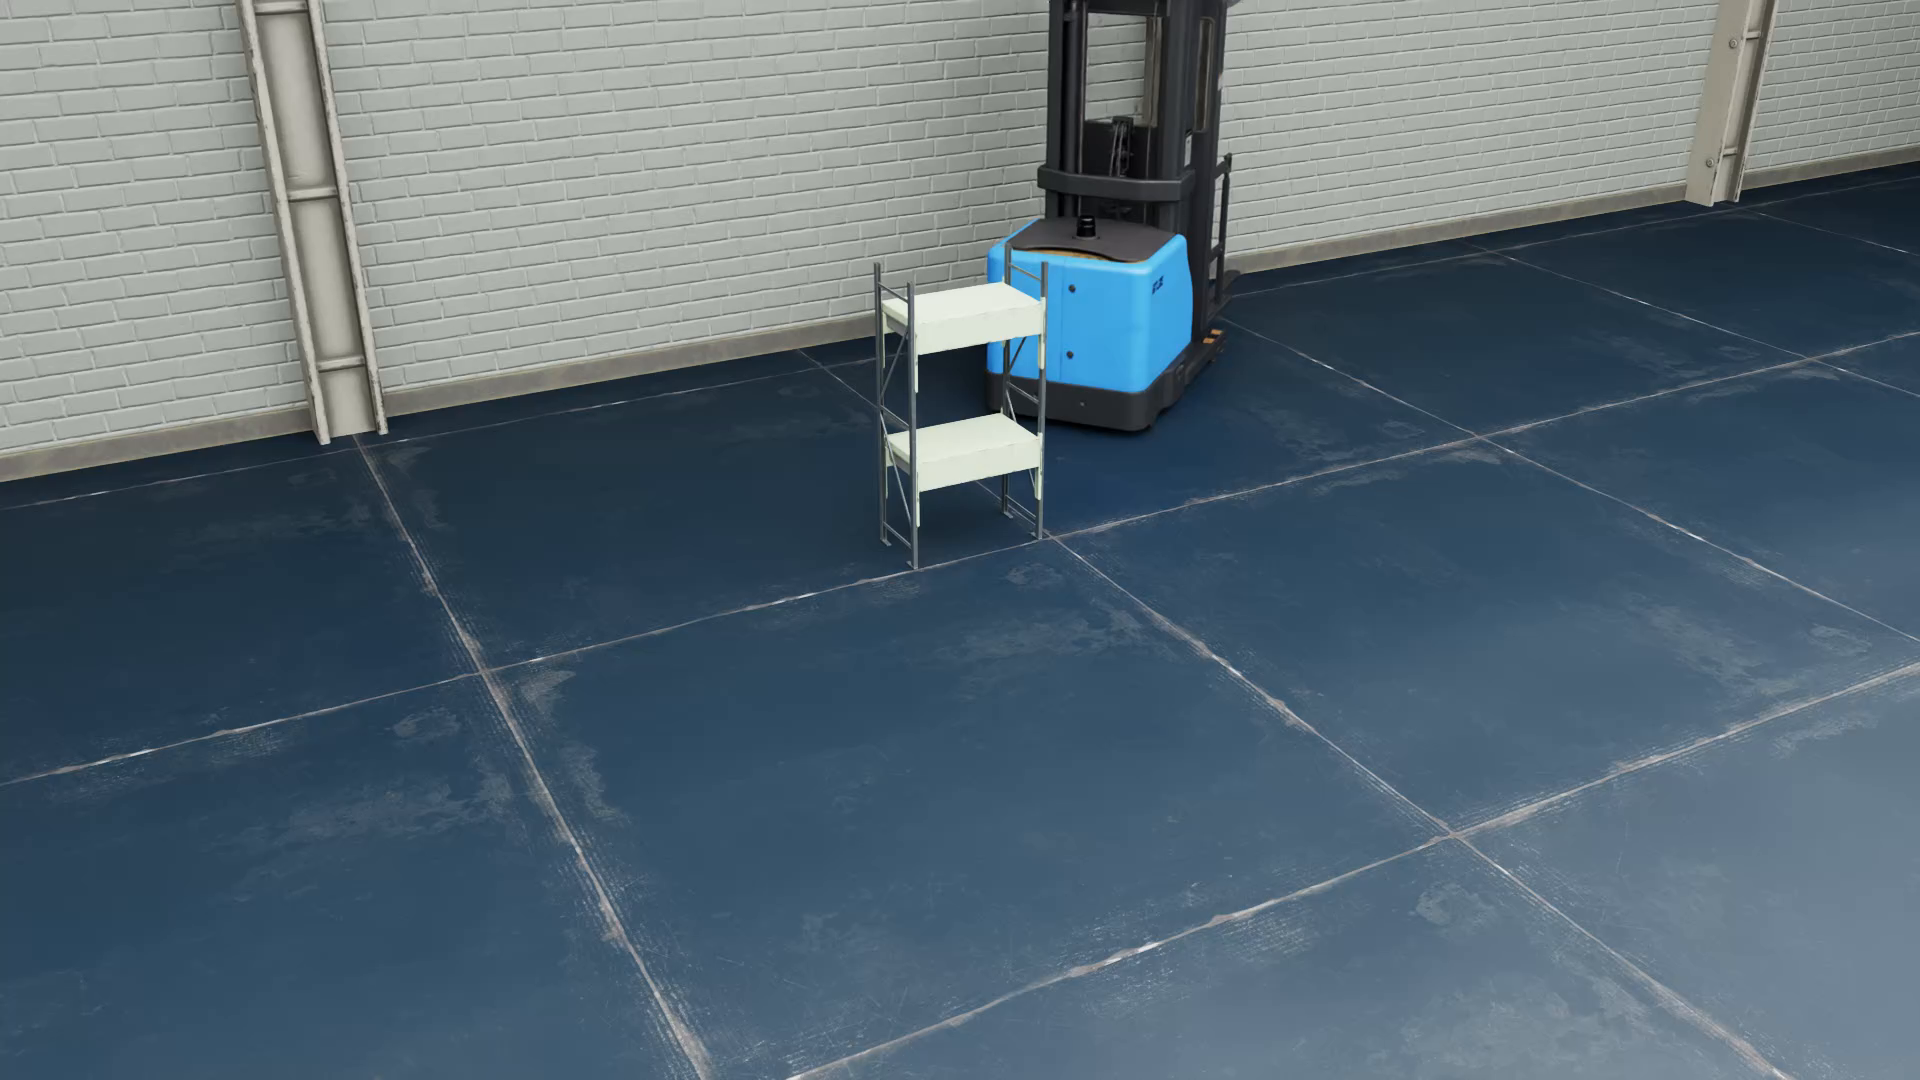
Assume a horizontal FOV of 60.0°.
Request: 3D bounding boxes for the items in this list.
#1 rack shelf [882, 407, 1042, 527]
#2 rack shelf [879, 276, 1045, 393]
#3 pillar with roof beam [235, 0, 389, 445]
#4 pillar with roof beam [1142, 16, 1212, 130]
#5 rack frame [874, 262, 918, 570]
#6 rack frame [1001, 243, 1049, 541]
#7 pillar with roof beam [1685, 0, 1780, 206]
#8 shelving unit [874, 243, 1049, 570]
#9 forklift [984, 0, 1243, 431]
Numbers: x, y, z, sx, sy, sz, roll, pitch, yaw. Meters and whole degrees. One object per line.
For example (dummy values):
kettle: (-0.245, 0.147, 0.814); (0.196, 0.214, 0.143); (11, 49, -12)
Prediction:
rack shelf: (0.006, -0.384, 8.569); (0.720, 0.370, 0.431); (-13, 29, -25)
rack shelf: (0.006, -1.029, 8.259); (0.720, 0.370, 0.431); (-13, 29, -25)
pillar with roof beam: (-1.692, -3.080, 4.769); (0.400, 9.000, 9.100); (-13, 29, -25)
pillar with roof beam: (3.602, -4.302, 7.314); (0.400, 9.000, 9.100); (-13, 29, -25)
rack frame: (-0.317, -0.603, 8.273); (0.023, 1.500, 0.400); (-13, 29, -25)
rack frame: (0.329, -0.752, 8.583); (0.023, 1.500, 0.400); (-13, 29, -25)
pillar with roof beam: (8.896, -5.524, 9.859); (0.400, 9.000, 9.100); (-13, 29, -25)
shelving unit: (0.006, -0.677, 8.428); (0.755, 1.500, 0.431); (-13, 29, -25)
forklift: (1.190, -2.586, 10.750); (1.130, 2.935, 3.031); (10, 28, 21)
